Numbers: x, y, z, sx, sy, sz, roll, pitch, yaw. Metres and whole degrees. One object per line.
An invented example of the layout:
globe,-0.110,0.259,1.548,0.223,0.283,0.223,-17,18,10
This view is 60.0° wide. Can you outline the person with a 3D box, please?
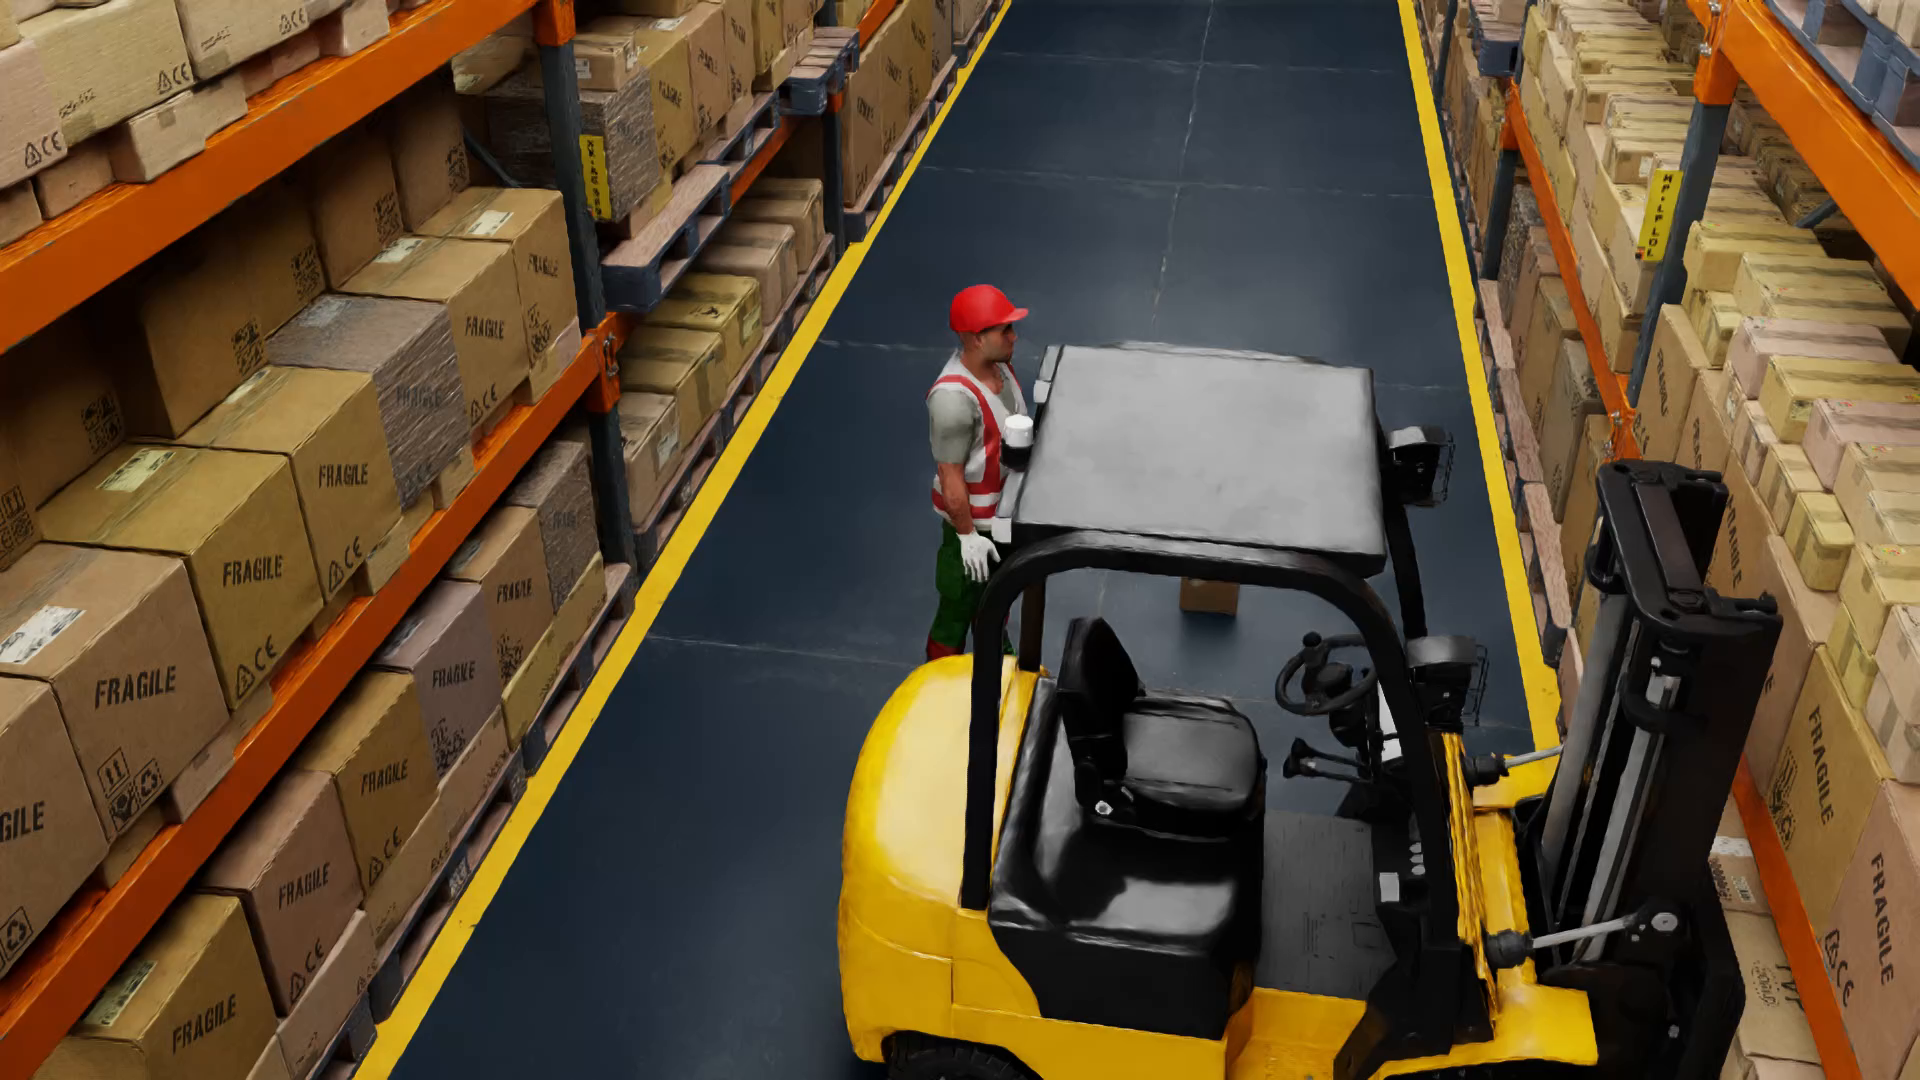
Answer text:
person,0.098,-0.126,6.261,0.379,1.795,0.665,15,35,22
